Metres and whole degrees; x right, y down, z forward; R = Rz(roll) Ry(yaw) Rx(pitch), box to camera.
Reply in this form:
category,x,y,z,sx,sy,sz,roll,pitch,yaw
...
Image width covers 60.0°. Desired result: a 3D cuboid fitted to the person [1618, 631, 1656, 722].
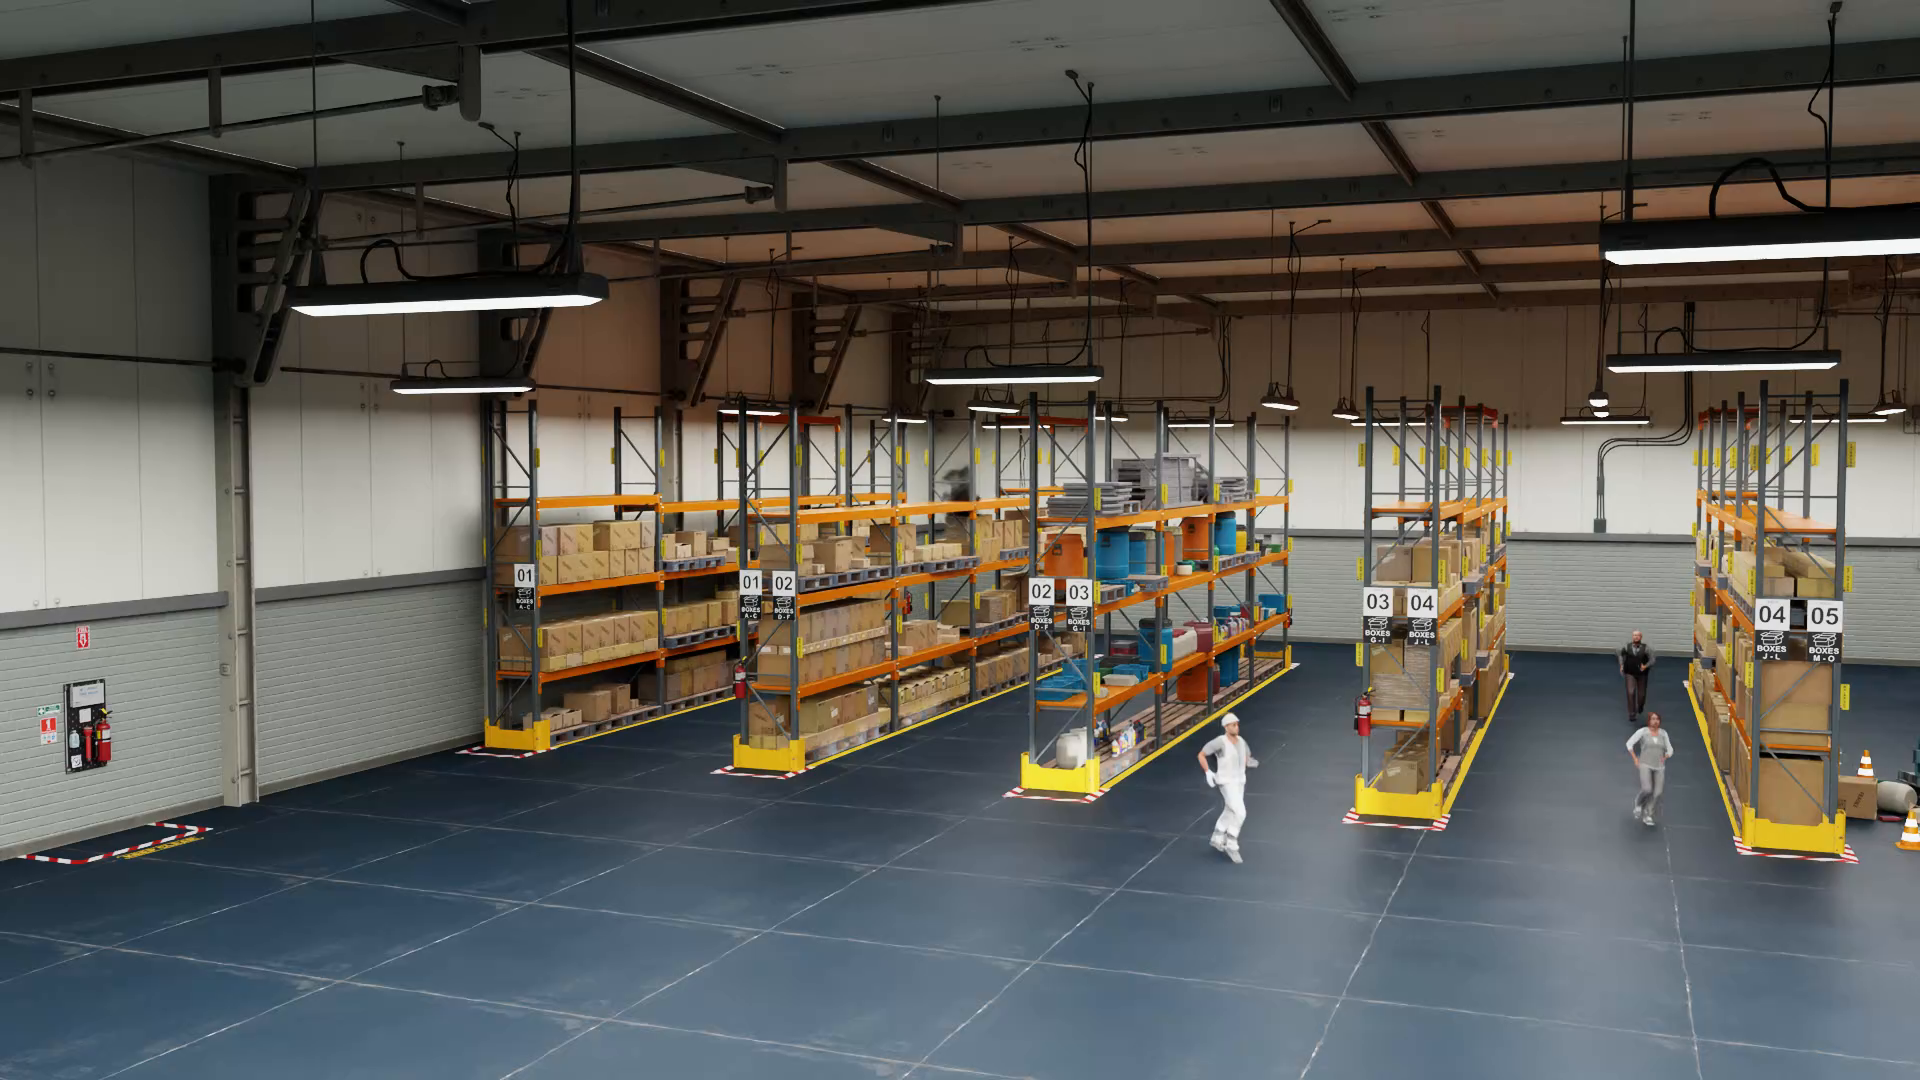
category,x,y,z,sx,sy,sz,roll,pitch,yaw
person,12.892,2.576,31.716,0.683,1.698,0.907,1,3,25

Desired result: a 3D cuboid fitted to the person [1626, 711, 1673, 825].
category,x,y,z,sx,sy,sz,roll,pitch,yaw
person,9.414,3.112,22.614,0.571,1.546,0.500,0,3,3

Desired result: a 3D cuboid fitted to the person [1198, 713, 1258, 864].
category,x,y,z,sx,sy,sz,roll,pitch,yaw
person,3.385,3.084,20.743,0.647,1.836,0.761,-3,4,-42
